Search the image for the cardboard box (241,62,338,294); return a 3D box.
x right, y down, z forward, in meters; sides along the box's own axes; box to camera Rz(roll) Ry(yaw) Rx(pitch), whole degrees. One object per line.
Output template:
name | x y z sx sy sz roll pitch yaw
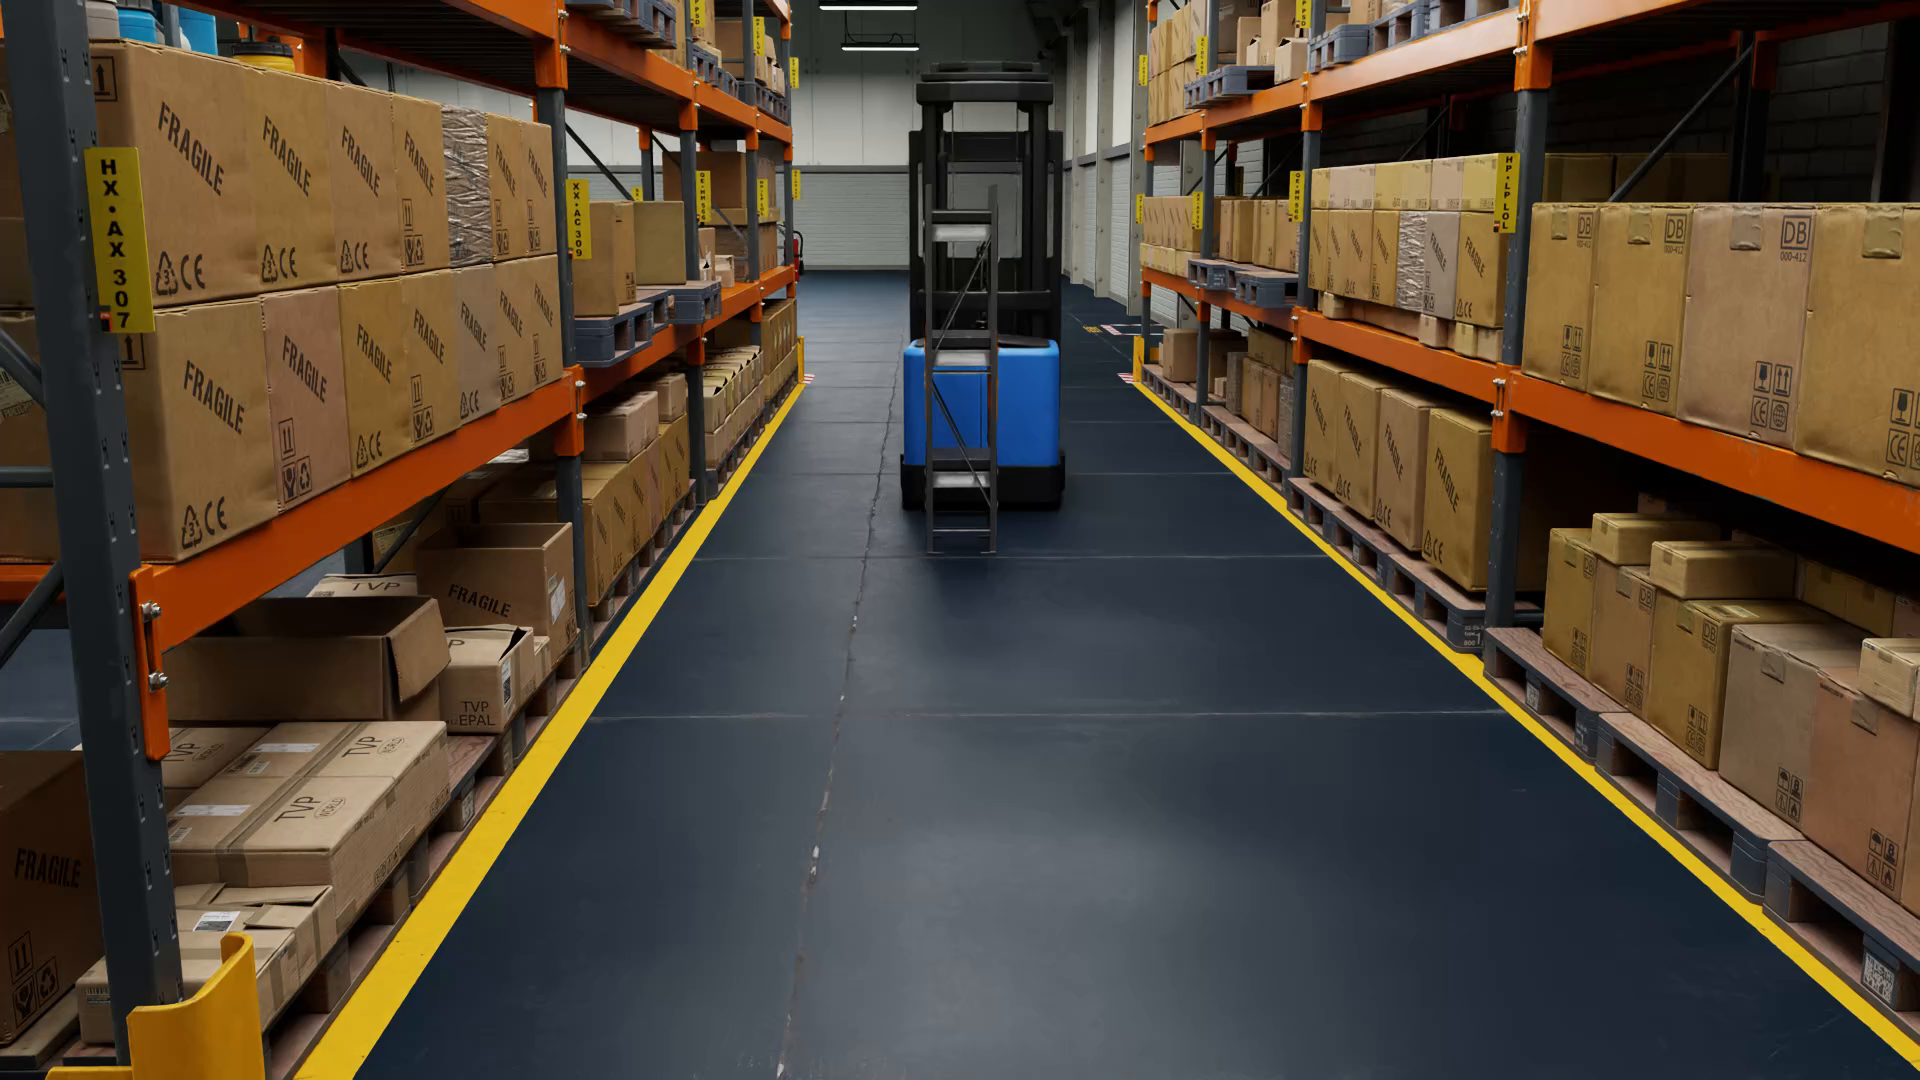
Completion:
cardboard box | -1.808 -0.839 3.883 0.500 0.500 0.500 0 11 -1

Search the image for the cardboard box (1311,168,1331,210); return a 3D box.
cardboard box | 2.495 -2.193 10.388 0.500 0.250 0.500 0 11 0

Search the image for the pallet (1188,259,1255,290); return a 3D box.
pallet | 2.531 -2.267 14.169 1.003 0.211 1.213 0 11 -1

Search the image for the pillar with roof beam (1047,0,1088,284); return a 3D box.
pillar with roof beam | -1.343 -10.866 40.985 9.100 9.000 0.548 0 11 -1

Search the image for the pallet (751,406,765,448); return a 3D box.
pallet | -2.238 -0.979 14.354 1.003 0.211 1.213 0 11 -1

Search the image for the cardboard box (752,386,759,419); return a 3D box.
cardboard box | -1.985 -1.168 14.133 0.500 0.250 0.500 0 11 -2

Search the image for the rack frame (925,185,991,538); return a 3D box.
rack frame | -0.002 -1.045 9.927 0.400 2.100 0.015 0 11 -1

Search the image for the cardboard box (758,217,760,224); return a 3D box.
cardboard box | -2.127 -3.116 15.992 0.380 0.149 0.250 -1 11 -3

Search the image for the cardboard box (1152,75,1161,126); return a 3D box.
cardboard box | 2.310 -4.663 17.651 0.500 0.500 0.500 1 11 3

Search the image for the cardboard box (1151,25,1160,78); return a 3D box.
cardboard box | 2.303 -5.150 17.537 0.500 0.500 0.500 0 11 -2

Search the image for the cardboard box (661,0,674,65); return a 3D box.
cardboard box | -2.156 -3.028 9.644 0.910 0.500 0.500 0 11 -1

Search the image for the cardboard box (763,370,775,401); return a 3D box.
cardboard box | -1.999 -1.444 15.490 0.500 0.250 0.500 0 11 -1

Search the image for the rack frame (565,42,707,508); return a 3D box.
rack frame | -2.210 -1.697 10.879 1.000 3.000 0.127 0 11 -1

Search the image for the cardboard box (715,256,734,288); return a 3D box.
cardboard box | -2.091 -2.252 13.954 0.396 0.266 0.258 -1 11 -3

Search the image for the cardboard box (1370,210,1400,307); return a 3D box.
cardboard box | 2.526 -1.519 8.950 0.500 0.500 0.500 0 11 0

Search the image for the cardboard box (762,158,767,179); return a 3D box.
cardboard box | -2.350 -3.664 17.060 0.700 0.500 0.500 0 11 -1

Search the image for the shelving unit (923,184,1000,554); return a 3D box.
shelving unit | 0.003 -0.996 9.688 0.431 2.100 0.503 0 11 -1

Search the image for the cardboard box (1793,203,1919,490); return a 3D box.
cardboard box | 2.861 -0.521 4.326 0.980 0.700 0.700 0 11 -2

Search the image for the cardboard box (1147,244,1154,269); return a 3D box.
cardboard box | 2.295 -3.043 17.841 0.500 0.250 0.500 -1 11 -3

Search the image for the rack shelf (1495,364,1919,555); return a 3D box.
rack shelf | 2.867 -0.173 5.175 1.077 0.370 4.000 0 11 -1

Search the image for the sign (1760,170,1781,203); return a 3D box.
sign | 3.380 -1.388 6.982 0.100 0.325 0.005 0 11 -1

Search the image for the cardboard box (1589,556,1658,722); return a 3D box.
cardboard box | 2.746 0.345 6.043 0.700 0.500 0.500 0 11 -2

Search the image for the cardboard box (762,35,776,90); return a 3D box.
cardboard box | -2.200 -4.615 16.050 0.797 0.503 0.637 1 12 5

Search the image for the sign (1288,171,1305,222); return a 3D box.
sign | 2.200 -2.242 10.855 0.100 0.325 0.005 0 11 -1

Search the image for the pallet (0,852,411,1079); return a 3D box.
pallet | -2.063 1.087 4.173 1.003 0.211 1.213 0 11 -1

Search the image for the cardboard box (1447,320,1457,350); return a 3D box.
cardboard box | 2.546 -0.977 7.913 0.380 0.149 0.250 0 11 1

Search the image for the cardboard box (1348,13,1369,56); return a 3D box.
cardboard box | 2.958 -3.391 11.383 0.500 0.500 0.500 0 11 -1

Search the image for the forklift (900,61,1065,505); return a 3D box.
forklift | 0.192 -1.916 12.133 1.130 2.935 3.031 0 11 2

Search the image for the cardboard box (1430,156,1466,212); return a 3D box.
cardboard box | 2.559 -1.688 7.901 0.500 0.250 0.500 0 11 0

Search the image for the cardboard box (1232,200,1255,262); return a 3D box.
cardboard box | 2.641 -2.565 13.801 0.700 0.500 0.500 1 12 5

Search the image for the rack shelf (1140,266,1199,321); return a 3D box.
rack shelf | 2.619 -2.558 16.933 1.077 0.370 4.000 0 11 -1

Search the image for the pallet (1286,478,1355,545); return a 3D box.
pallet | 2.684 -0.194 10.486 1.003 0.211 1.213 0 11 -1

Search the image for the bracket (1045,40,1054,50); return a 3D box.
bracket | 2.491 -13.756 46.179 0.235 0.232 0.430 0 11 -1

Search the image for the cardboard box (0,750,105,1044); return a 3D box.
cardboard box | -2.302 0.796 3.773 0.500 0.500 0.500 0 11 -1

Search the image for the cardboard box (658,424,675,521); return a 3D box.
cardboard box | -1.945 -0.400 9.665 0.500 0.500 0.500 -1 11 -3

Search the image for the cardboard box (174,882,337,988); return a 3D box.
cardboard box | -1.715 0.932 3.940 0.380 0.166 0.250 0 11 -1

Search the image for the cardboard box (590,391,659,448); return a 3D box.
cardboard box | -1.925 -0.655 9.040 0.500 0.250 0.500 0 11 -2

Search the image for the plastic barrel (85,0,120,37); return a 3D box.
plastic barrel | -7.004 -3.958 13.218 0.600 0.901 0.600 0 11 0

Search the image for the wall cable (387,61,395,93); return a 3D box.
wall cable | -17.903 -14.240 49.065 2.305 6.003 0.169 0 11 -1

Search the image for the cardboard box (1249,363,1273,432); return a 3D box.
cardboard box | 2.723 -1.153 13.380 0.700 0.500 0.500 0 11 -1

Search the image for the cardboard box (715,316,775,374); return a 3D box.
cardboard box | -1.989 -1.811 15.416 0.500 0.500 0.500 0 11 -1

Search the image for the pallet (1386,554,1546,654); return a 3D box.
pallet | 2.734 0.291 8.095 1.003 0.211 1.213 0 11 -1

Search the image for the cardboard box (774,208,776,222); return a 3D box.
cardboard box | -2.164 -3.476 17.765 0.380 0.149 0.250 0 11 -2

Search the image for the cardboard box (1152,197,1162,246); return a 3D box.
cardboard box | 2.292 -3.315 17.295 0.500 0.500 0.500 -1 11 -3

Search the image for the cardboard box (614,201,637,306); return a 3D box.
cardboard box | -1.991 -1.388 8.049 0.700 0.500 0.500 2 12 8

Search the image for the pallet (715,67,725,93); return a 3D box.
pallet | -2.339 -3.431 12.358 1.003 0.211 1.213 0 11 1

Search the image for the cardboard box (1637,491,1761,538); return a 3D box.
cardboard box | 2.934 -0.102 6.617 0.380 0.149 0.250 0 11 -1

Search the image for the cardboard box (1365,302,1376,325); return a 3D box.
cardboard box | 2.578 -1.334 9.671 0.380 0.149 0.250 0 11 0

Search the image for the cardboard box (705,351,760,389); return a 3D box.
cardboard box | -1.980 -1.442 14.073 0.500 0.311 0.500 0 11 0

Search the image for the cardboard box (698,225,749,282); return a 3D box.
cardboard box | -2.308 -2.629 15.223 0.700 0.500 0.500 -1 11 -3

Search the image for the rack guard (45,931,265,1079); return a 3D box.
rack guard | -2.046 1.103 3.363 1.175 0.500 0.348 0 11 -1

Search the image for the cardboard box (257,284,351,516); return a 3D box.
cardboard box | -1.806 -0.347 3.976 0.500 0.500 0.500 0 11 -2

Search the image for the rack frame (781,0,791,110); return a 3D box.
rack frame | -2.375 -6.227 18.121 1.000 3.000 0.127 0 11 -1

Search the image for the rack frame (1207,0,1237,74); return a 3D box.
rack frame | 2.660 -5.453 14.305 1.000 3.000 0.127 0 11 -1
